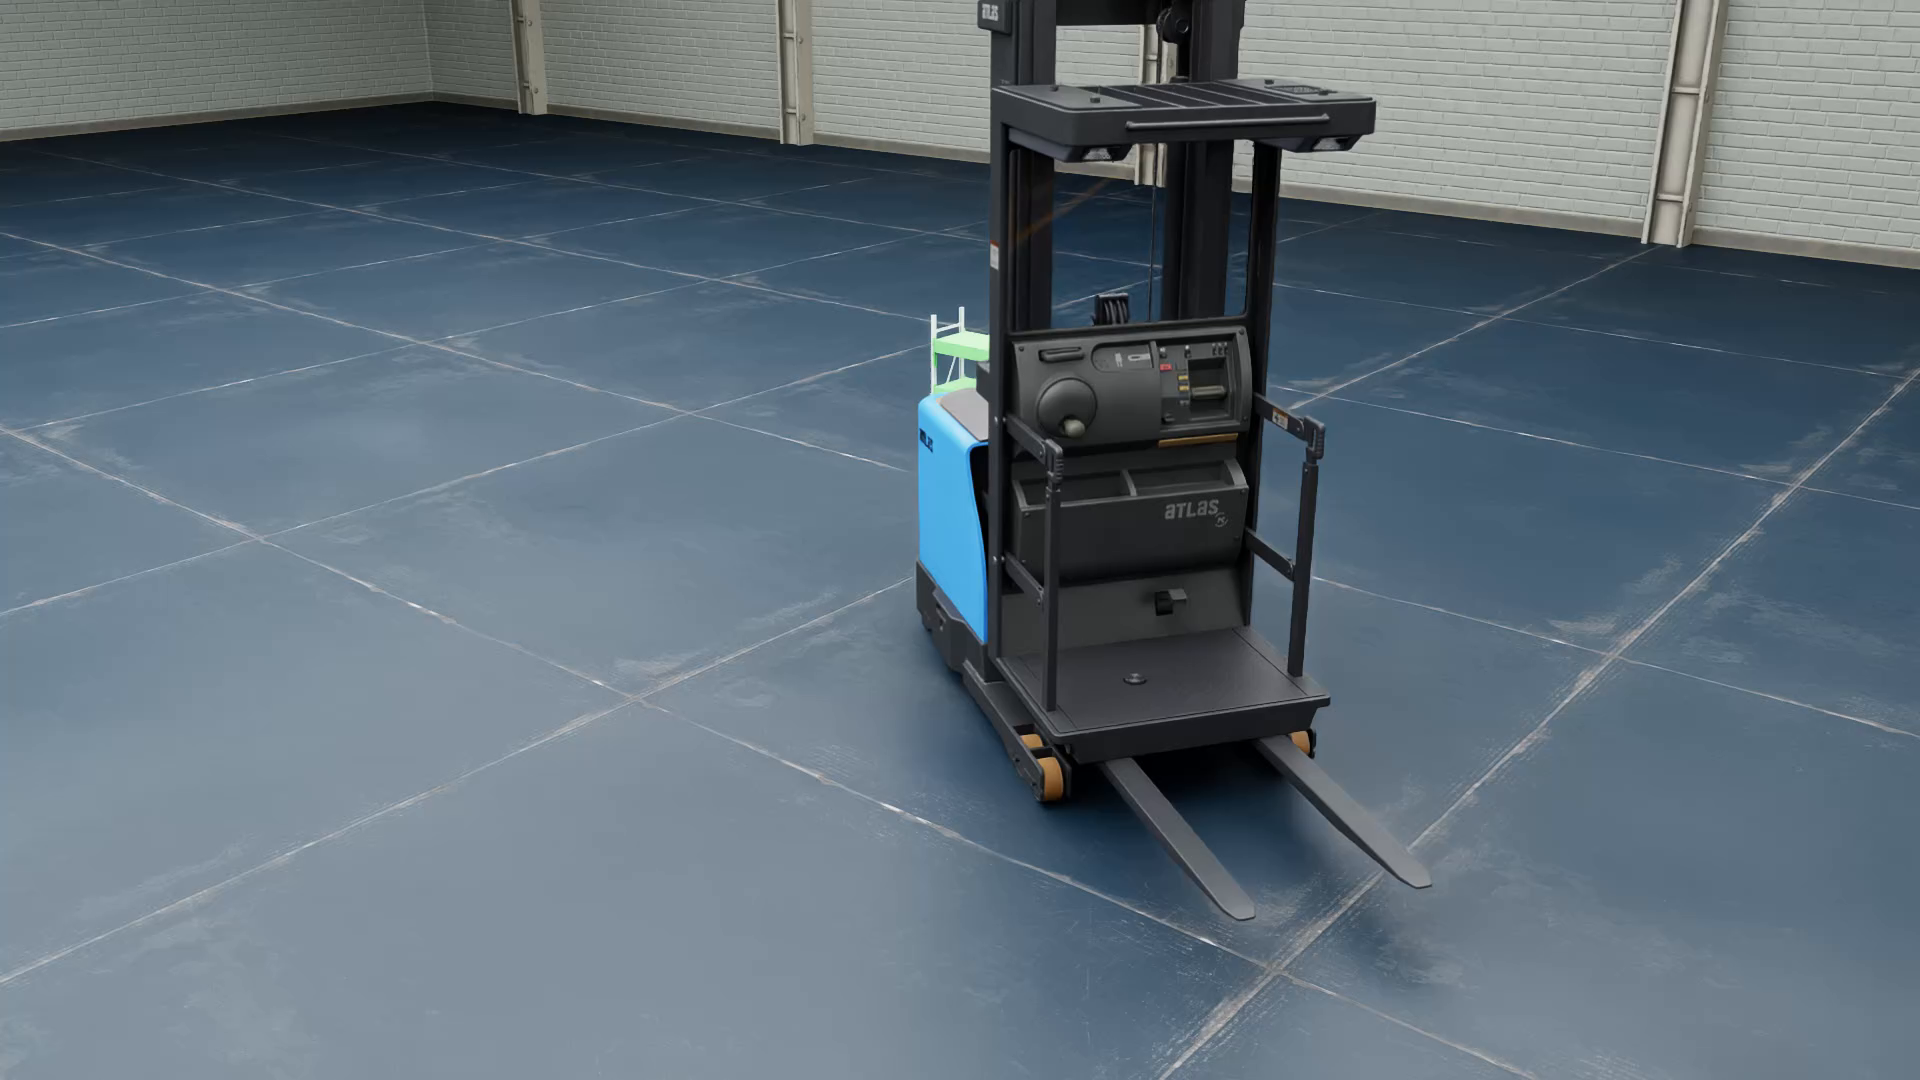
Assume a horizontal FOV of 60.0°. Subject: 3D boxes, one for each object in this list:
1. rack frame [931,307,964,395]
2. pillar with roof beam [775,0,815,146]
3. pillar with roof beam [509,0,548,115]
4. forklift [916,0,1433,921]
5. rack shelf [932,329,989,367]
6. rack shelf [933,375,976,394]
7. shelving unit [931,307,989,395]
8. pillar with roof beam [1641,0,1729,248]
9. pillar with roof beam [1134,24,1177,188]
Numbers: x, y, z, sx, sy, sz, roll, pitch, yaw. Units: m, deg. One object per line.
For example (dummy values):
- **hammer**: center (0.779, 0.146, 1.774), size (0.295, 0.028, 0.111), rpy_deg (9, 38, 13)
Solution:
- **rack frame**: center (-0.061, -0.579, 8.503), size (0.015, 1.200, 0.240), rpy_deg (16, 26, 36)
- **pillar with roof beam**: center (-5.024, -8.653, 18.861), size (0.400, 9.000, 9.100), rpy_deg (16, 26, 36)
- **pillar with roof beam**: center (-9.672, -9.992, 22.410), size (0.400, 9.000, 9.100), rpy_deg (16, 26, 36)
- **forklift**: center (0.716, -0.564, 6.010), size (1.130, 2.935, 3.031), rpy_deg (-6, 22, -16)
- **rack shelf**: center (0.128, -0.914, 8.212), size (0.480, 0.148, 0.258), rpy_deg (16, 26, 36)
- **rack shelf**: center (0.128, -0.689, 8.296), size (0.480, 0.148, 0.258), rpy_deg (16, 26, 36)
- **shelving unit**: center (0.128, -0.524, 8.359), size (0.503, 1.200, 0.258), rpy_deg (16, 26, 36)
- **pillar with roof beam**: center (4.273, -5.976, 11.761), size (0.400, 9.000, 9.100), rpy_deg (16, 26, 36)
- **pillar with roof beam**: center (-0.376, -7.314, 15.311), size (0.400, 9.000, 9.100), rpy_deg (16, 26, 36)
